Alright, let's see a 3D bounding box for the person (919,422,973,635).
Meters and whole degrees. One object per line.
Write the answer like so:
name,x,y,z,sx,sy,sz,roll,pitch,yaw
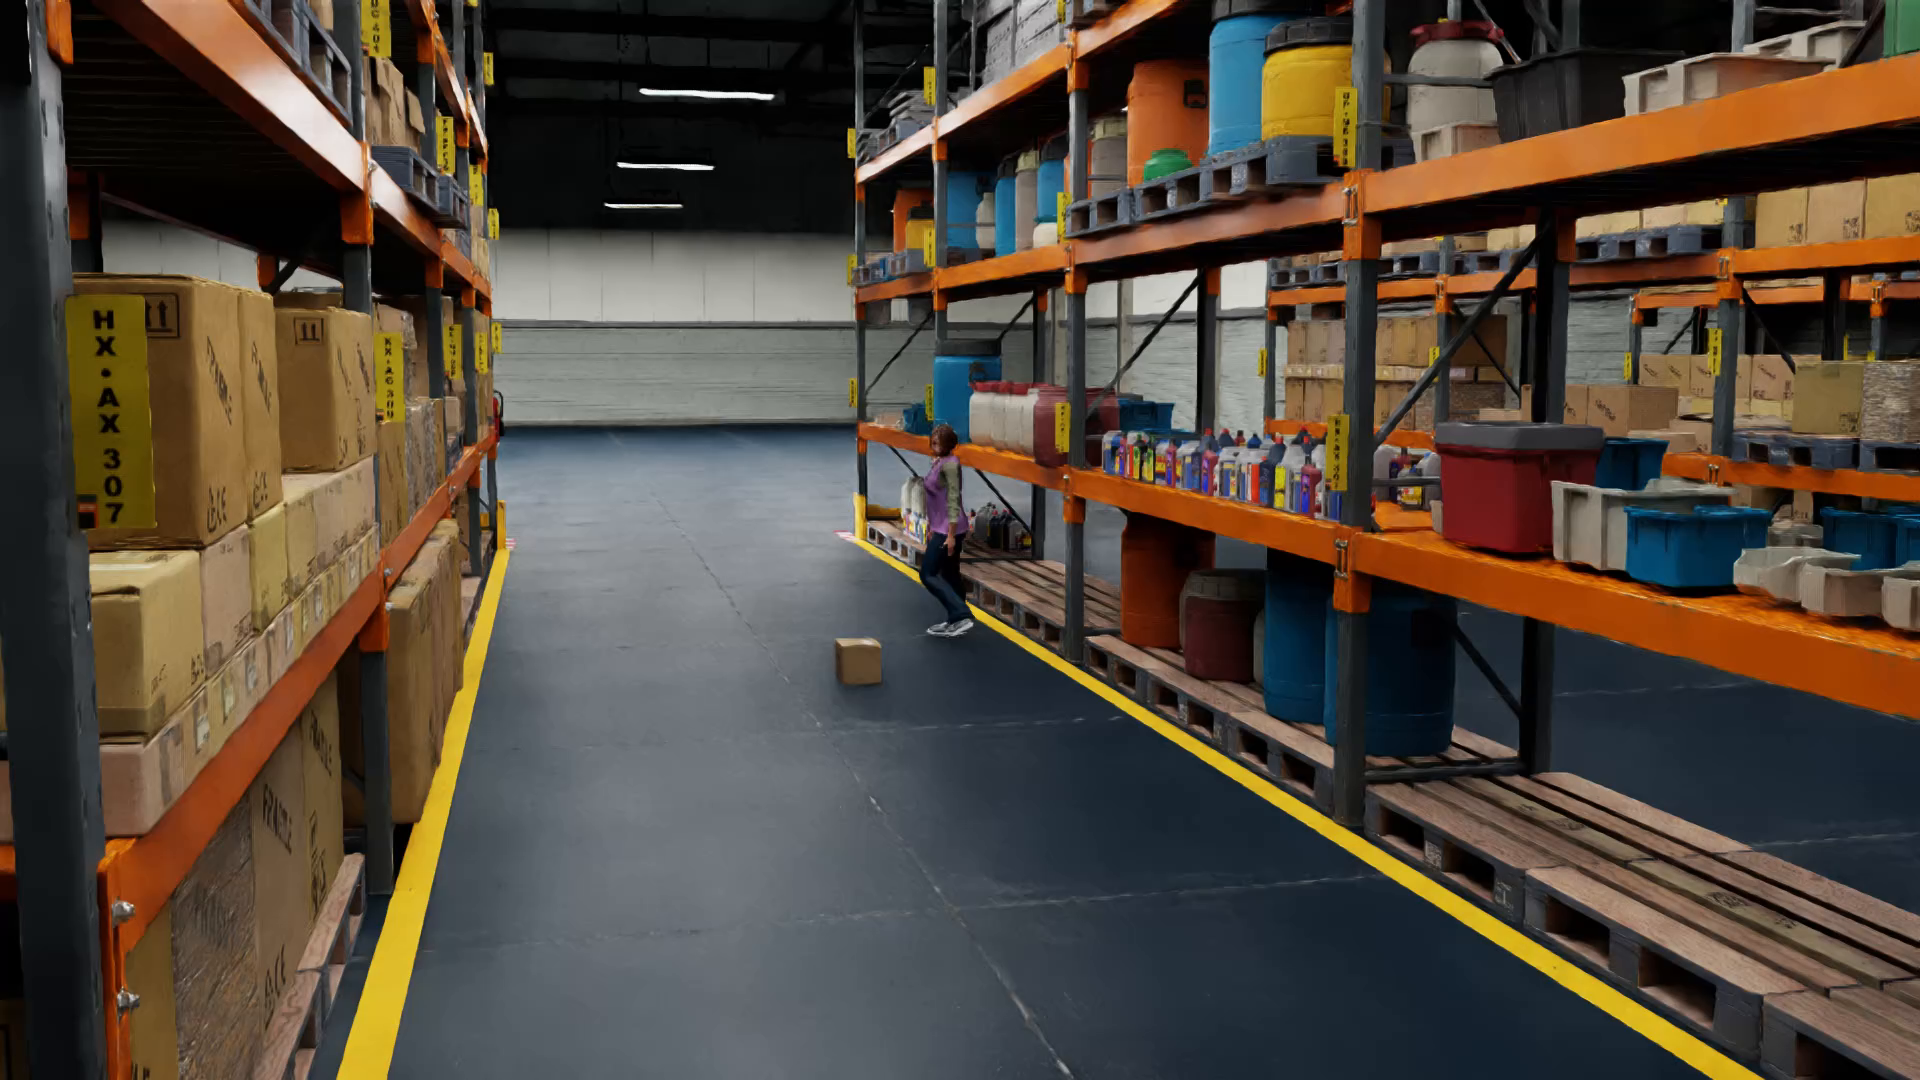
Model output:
person,-0.092,-0.057,11.917,0.389,1.556,0.522,0,6,2
